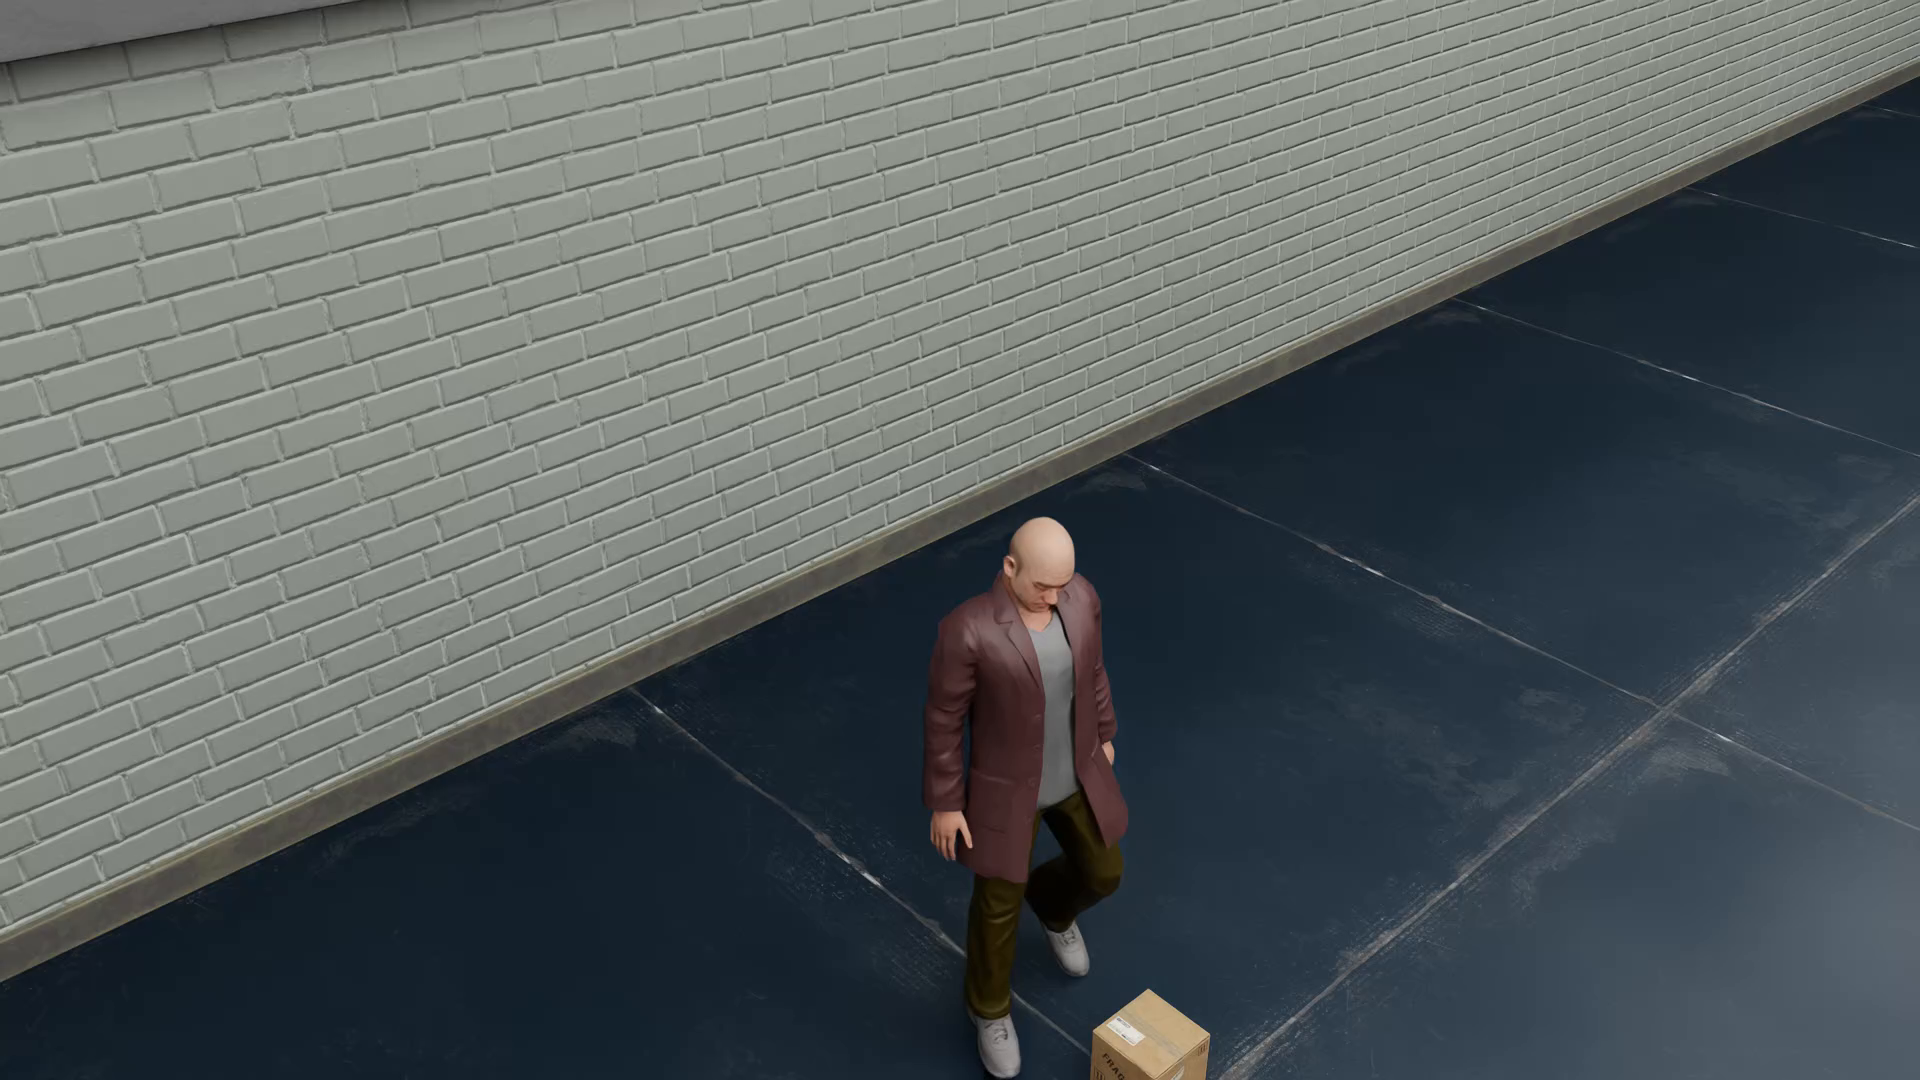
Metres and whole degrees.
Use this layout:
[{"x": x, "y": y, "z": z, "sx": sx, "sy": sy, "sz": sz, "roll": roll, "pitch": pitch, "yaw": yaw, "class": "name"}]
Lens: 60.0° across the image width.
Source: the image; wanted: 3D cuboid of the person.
[{"x": 0.211, "y": 0.722, "z": 4.935, "sx": 0.696, "sy": 1.775, "sz": 0.561, "roll": -17, "pitch": 35, "yaw": -25, "class": "person"}]
